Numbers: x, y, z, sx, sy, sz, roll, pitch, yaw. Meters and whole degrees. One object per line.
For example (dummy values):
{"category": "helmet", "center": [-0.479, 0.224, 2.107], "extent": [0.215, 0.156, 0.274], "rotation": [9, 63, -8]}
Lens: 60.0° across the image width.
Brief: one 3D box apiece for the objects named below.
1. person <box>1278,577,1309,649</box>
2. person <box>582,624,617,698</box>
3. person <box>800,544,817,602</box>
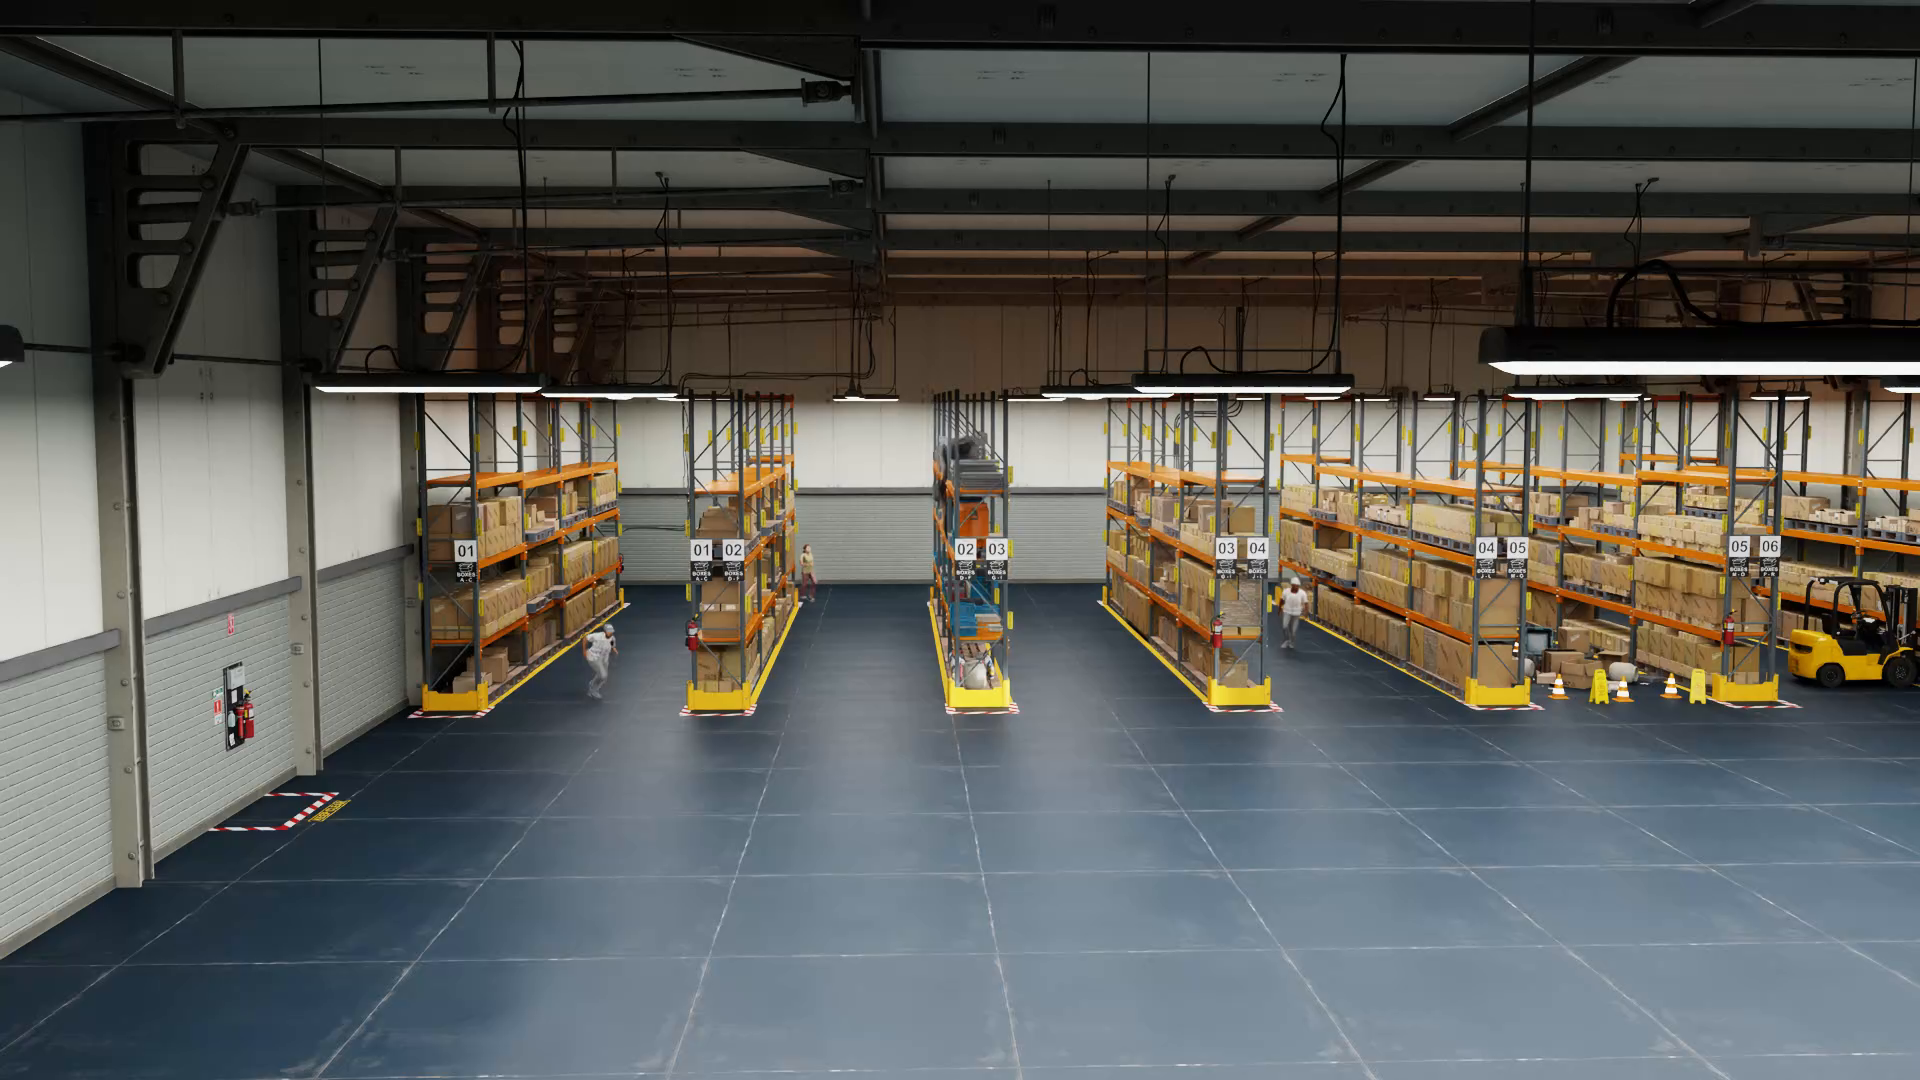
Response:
{"category": "person", "center": [7.734, 1.704, 38.635], "extent": [0.690, 1.705, 0.730], "rotation": [1, 5, 10]}
{"category": "person", "center": [-6.988, 2.350, 32.185], "extent": [0.857, 1.498, 0.645], "rotation": [4, 6, 42]}
{"category": "person", "center": [-4.451, 0.967, 48.267], "extent": [0.545, 1.706, 0.765], "rotation": [-3, 6, -36]}
